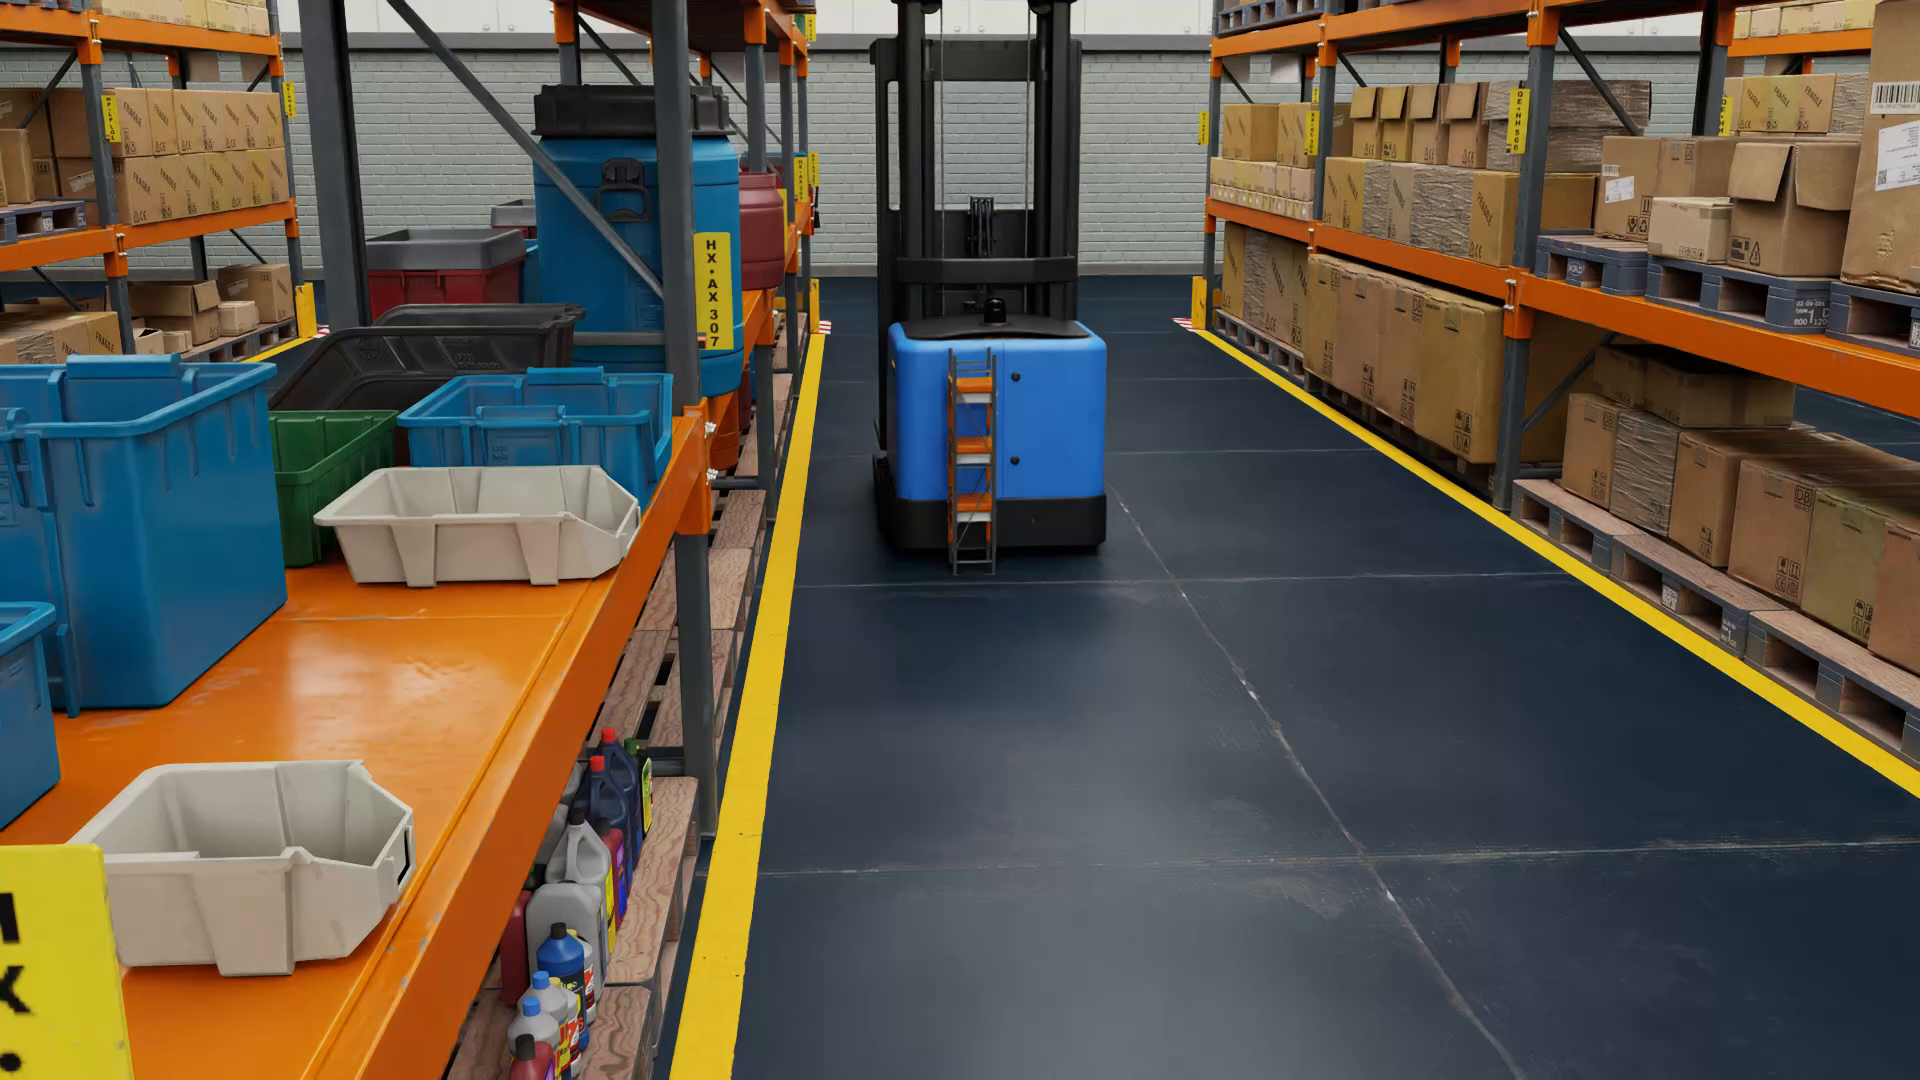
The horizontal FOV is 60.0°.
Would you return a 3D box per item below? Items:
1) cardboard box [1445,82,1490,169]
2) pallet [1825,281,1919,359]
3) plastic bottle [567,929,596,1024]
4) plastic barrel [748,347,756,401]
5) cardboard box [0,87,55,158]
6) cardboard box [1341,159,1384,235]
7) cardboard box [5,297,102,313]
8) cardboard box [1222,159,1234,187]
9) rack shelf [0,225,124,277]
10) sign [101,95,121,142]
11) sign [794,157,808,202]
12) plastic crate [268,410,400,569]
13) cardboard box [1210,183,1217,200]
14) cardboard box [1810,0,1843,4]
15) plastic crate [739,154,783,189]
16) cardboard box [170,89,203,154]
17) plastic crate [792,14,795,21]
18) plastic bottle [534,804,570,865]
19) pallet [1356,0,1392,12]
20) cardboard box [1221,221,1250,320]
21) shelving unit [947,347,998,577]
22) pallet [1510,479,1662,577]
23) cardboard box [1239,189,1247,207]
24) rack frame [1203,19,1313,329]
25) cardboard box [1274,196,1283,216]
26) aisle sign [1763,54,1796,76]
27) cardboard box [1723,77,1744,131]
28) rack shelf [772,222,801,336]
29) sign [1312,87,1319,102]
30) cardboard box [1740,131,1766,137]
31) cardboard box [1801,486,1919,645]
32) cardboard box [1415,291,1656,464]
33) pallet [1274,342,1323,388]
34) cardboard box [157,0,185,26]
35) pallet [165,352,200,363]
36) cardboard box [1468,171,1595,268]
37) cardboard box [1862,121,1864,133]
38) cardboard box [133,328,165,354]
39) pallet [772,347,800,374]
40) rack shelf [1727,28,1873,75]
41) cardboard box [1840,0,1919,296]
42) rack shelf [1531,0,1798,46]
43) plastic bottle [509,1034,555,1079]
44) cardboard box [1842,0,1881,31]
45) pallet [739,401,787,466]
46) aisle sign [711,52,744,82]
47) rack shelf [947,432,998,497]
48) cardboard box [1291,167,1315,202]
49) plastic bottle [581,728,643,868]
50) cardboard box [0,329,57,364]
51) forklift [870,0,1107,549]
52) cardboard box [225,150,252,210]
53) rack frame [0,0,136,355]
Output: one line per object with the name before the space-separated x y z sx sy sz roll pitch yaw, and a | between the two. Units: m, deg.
cardboard box | 3.390 -2.506 10.031 0.797 0.503 0.637 -1 14 -2
pallet | 3.802 -0.732 5.736 1.003 0.211 1.213 -1 14 -3
plastic bottle | -0.839 0.939 3.588 0.097 0.201 0.097 0 14 0
plastic barrel | -1.674 -1.421 11.398 0.600 0.901 0.708 -1 14 -3
cardboard box | -6.969 -3.124 12.442 0.500 0.500 0.500 -1 14 -3
cardboard box | 3.020 -2.427 11.739 0.500 0.500 0.500 -1 14 -3
cardboard box | -6.997 -1.610 12.897 0.500 0.500 0.500 -1 14 -3
cardboard box | 2.760 -3.435 15.563 0.500 0.250 0.500 -1 14 -4
rack shelf | -6.555 -1.624 10.263 1.077 0.370 4.000 -1 14 -3
sign | -6.125 -3.040 11.999 0.100 0.325 0.005 -1 14 -3
sign | -1.186 -2.688 12.397 0.100 0.325 0.005 -1 14 -3
plastic crate | -1.437 -0.111 3.364 0.450 0.188 0.662 -1 14 -3
cardboard box | 2.653 -3.402 16.232 0.380 0.149 0.250 -1 14 -3
cardboard box | 7.771 -4.796 14.424 0.500 0.250 0.500 -1 14 -6
plastic crate | -1.540 -2.831 13.262 0.402 0.464 0.583 -1 14 -3
cardboard box | -6.491 -3.380 13.437 0.500 0.500 0.500 -1 14 -5
plastic crate | -1.607 -4.355 13.943 0.437 0.136 0.530 -1 14 -3
plastic bottle | -1.046 0.762 4.128 0.152 0.276 0.135 -1 14 -3
pallet | 3.315 -3.755 11.464 0.805 0.209 1.217 -1 15 -6
cardboard box | 3.080 -2.633 16.162 0.875 0.875 0.875 -1 14 -3
shelving unit | 0.057 -0.367 7.847 0.215 1.050 0.252 -1 14 -5
pallet | 3.503 -0.082 8.423 1.003 0.211 1.213 -1 14 -3
cardboard box | 2.736 -3.082 14.989 0.380 0.149 0.250 -1 14 -4
rack frame | 2.961 -3.617 16.563 1.000 3.000 0.127 -1 14 -3
cardboard box | 2.815 -2.763 13.749 0.380 0.149 0.250 -1 14 -2
aisle sign | 8.212 -4.950 16.528 0.394 0.787 0.004 -1 14 -3
cardboard box | 7.680 -4.229 16.139 0.500 0.500 0.500 -1 14 -4
rack shelf | -1.611 -1.700 10.556 1.077 0.370 4.000 -1 14 -3
sign | 3.503 -4.297 16.409 0.100 0.325 0.005 -1 14 -3
cardboard box | 7.728 -3.612 15.747 0.500 0.500 0.500 -1 14 -3
cardboard box | 3.677 0.093 6.278 0.700 0.500 0.500 -1 14 -4
cardboard box | 3.434 -0.973 9.711 1.225 0.875 0.875 -2 15 -6
pallet | 3.240 -1.462 13.784 1.003 0.211 1.213 -1 14 -3
cardboard box | -6.519 -4.224 13.203 0.500 0.250 0.500 -1 14 -3
pallet | -6.720 -1.290 13.118 1.003 0.211 1.213 -1 14 -3
cardboard box | 3.179 -1.794 9.280 0.500 0.500 0.500 0 14 -2
cardboard box | 7.829 -3.591 13.660 0.500 0.500 0.500 -1 14 -5
cardboard box | -6.489 -1.489 12.805 0.500 0.311 0.500 -1 14 -3
pallet | -1.819 -1.377 13.456 1.003 0.211 1.213 -1 14 -3
rack shelf | 8.041 -4.275 14.546 1.077 0.370 4.000 -1 14 -3
cardboard box | 3.795 -1.326 5.613 1.000 1.000 1.000 -1 14 -3
rack shelf | 3.580 -2.234 6.613 1.077 0.370 4.000 -1 14 -3
plastic bottle | -0.788 1.029 3.075 0.061 0.283 0.133 -1 14 -3
cardboard box | 7.814 -4.422 13.974 0.500 0.250 0.500 -1 14 -4
pallet | -1.650 -0.698 10.817 1.003 0.211 1.213 -1 14 -3
aisle sign | -2.284 -4.813 15.994 0.394 0.787 0.004 -1 14 -3
rack shelf | 0.057 -0.357 7.850 0.215 0.259 0.240 -1 14 -5
cardboard box | 2.919 -2.799 13.090 0.500 0.250 0.500 -1 14 -4
plastic bottle | -0.912 0.670 4.337 0.144 0.351 0.185 -1 14 -5
cardboard box | -6.309 -1.106 10.940 0.500 0.500 0.500 -1 14 -3
forklift | 0.073 -1.691 9.217 1.130 2.935 3.031 -1 14 -5
cardboard box | -6.566 -3.153 14.560 0.500 0.500 0.500 -1 14 -3
rack frame | -6.679 -2.470 12.106 1.000 3.000 0.127 -1 14 -3
